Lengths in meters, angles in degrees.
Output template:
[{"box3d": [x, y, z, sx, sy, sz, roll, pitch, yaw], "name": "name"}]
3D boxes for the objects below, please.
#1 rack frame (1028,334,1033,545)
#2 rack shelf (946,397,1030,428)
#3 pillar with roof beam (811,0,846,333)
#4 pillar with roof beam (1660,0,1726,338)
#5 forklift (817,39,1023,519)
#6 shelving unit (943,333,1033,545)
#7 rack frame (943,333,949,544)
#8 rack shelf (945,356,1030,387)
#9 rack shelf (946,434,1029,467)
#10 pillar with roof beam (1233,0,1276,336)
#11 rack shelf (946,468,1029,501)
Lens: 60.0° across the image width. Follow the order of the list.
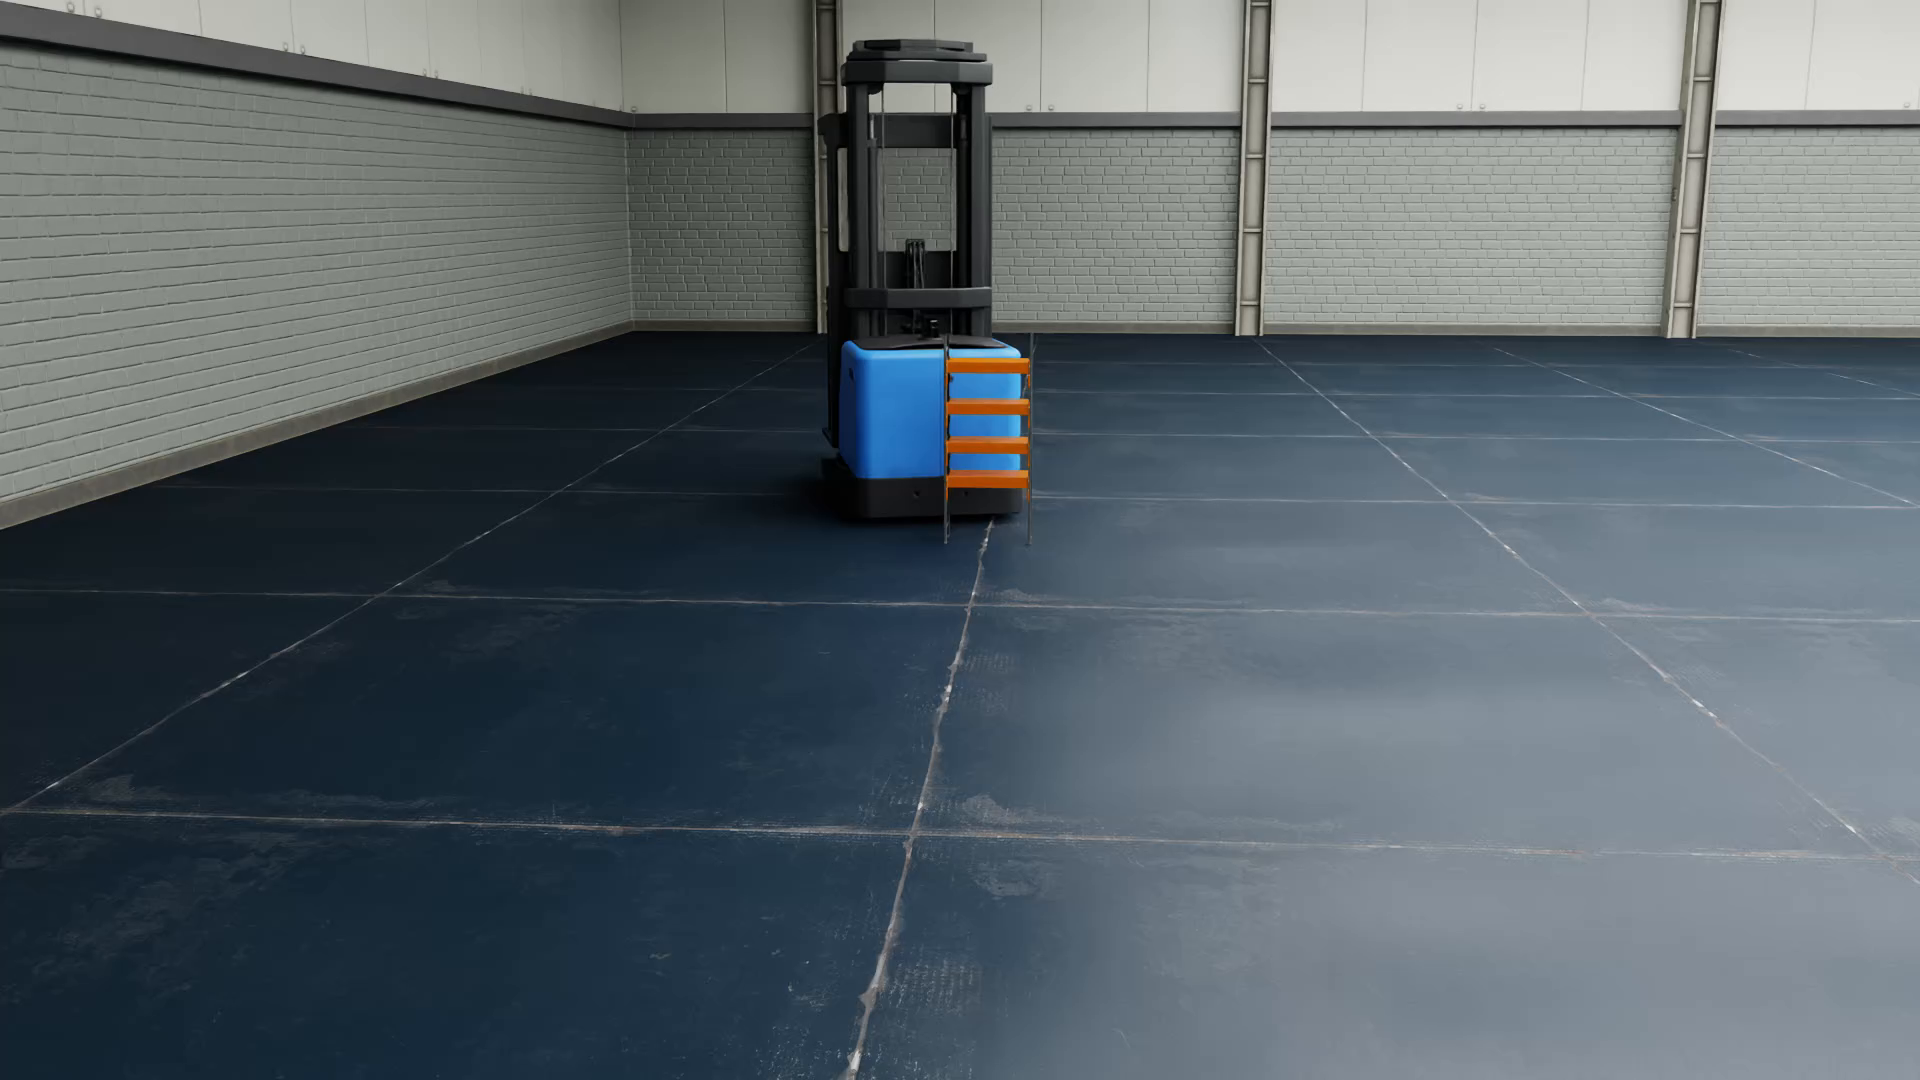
[{"box3d": [0.409, -0.582, 9.618, 0.015, 1.200, 0.240, 1, 12, 4], "name": "rack frame"}, {"box3d": [0.165, -0.738, 9.602, 0.480, 0.148, 0.258, 1, 12, 4], "name": "rack shelf"}, {"box3d": [-2.147, -6.549, 19.097, 0.400, 9.000, 9.100, 1, 12, 4], "name": "pillar with roof beam"}, {"box3d": [9.826, -6.385, 18.312, 0.400, 9.000, 9.100, 1, 12, 4], "name": "pillar with roof beam"}, {"box3d": [-0.372, -1.817, 11.297, 1.130, 2.935, 3.031, -2, 12, -10], "name": "forklift"}, {"box3d": [0.165, -0.585, 9.634, 0.503, 1.200, 0.258, 1, 12, 4], "name": "shelving unit"}, {"box3d": [-0.078, -0.588, 9.650, 0.015, 1.200, 0.240, 1, 12, 4], "name": "rack frame"}, {"box3d": [0.165, -0.970, 9.554, 0.480, 0.148, 0.258, 1, 12, 4], "name": "rack shelf"}, {"box3d": [0.165, -0.519, 9.648, 0.480, 0.148, 0.258, 1, 12, 4], "name": "rack shelf"}, {"box3d": [3.839, -6.467, 18.704, 0.400, 9.000, 9.100, 1, 12, 4], "name": "pillar with roof beam"}, {"box3d": [0.165, -0.325, 9.689, 0.480, 0.148, 0.258, 1, 12, 4], "name": "rack shelf"}]
